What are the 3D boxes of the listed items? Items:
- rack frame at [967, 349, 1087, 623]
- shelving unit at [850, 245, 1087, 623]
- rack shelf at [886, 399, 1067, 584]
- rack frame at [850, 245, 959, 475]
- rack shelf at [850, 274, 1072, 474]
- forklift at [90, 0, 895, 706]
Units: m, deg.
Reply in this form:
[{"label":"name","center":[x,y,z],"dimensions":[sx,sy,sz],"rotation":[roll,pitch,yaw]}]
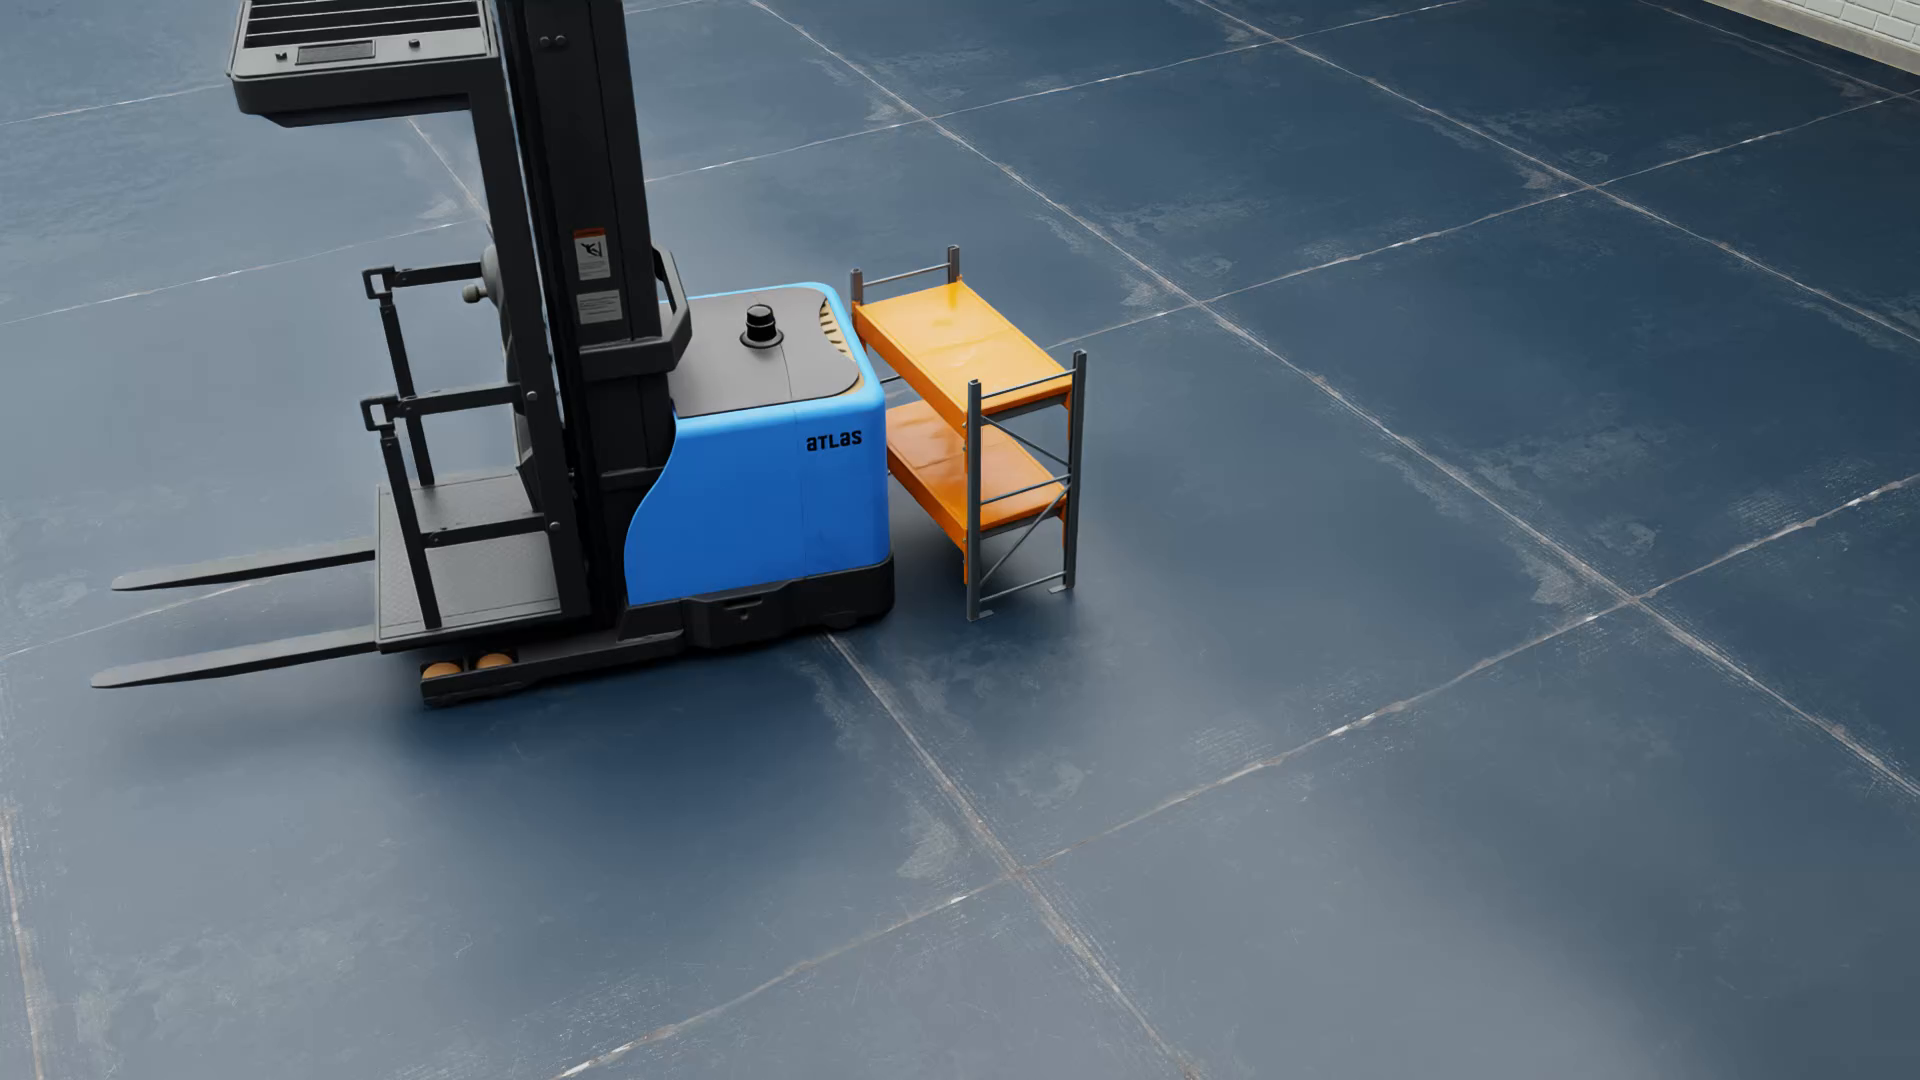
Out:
[{"label":"rack frame","center":[0.255,-0.196,6.564],"dimensions":[0.500,1.125,0.032],"rotation":[-18,40,-23]},{"label":"shelving unit","center":[0.013,-0.459,6.925],"dimensions":[0.538,1.125,1.048],"rotation":[-18,40,-23]},{"label":"rack shelf","center":[0.013,-0.262,7.069],"dimensions":[0.538,0.278,1.000],"rotation":[-18,40,-23]},{"label":"rack frame","center":[-0.229,-0.723,7.286],"dimensions":[0.500,1.125,0.032],"rotation":[-18,40,-23]},{"label":"rack shelf","center":[0.013,-0.696,6.753],"dimensions":[0.538,0.278,1.000],"rotation":[-18,40,-23]},{"label":"forklift","center":[-1.842,-0.896,5.991],"dimensions":[3.031,2.935,1.130],"rotation":[-9,37,-13]}]
